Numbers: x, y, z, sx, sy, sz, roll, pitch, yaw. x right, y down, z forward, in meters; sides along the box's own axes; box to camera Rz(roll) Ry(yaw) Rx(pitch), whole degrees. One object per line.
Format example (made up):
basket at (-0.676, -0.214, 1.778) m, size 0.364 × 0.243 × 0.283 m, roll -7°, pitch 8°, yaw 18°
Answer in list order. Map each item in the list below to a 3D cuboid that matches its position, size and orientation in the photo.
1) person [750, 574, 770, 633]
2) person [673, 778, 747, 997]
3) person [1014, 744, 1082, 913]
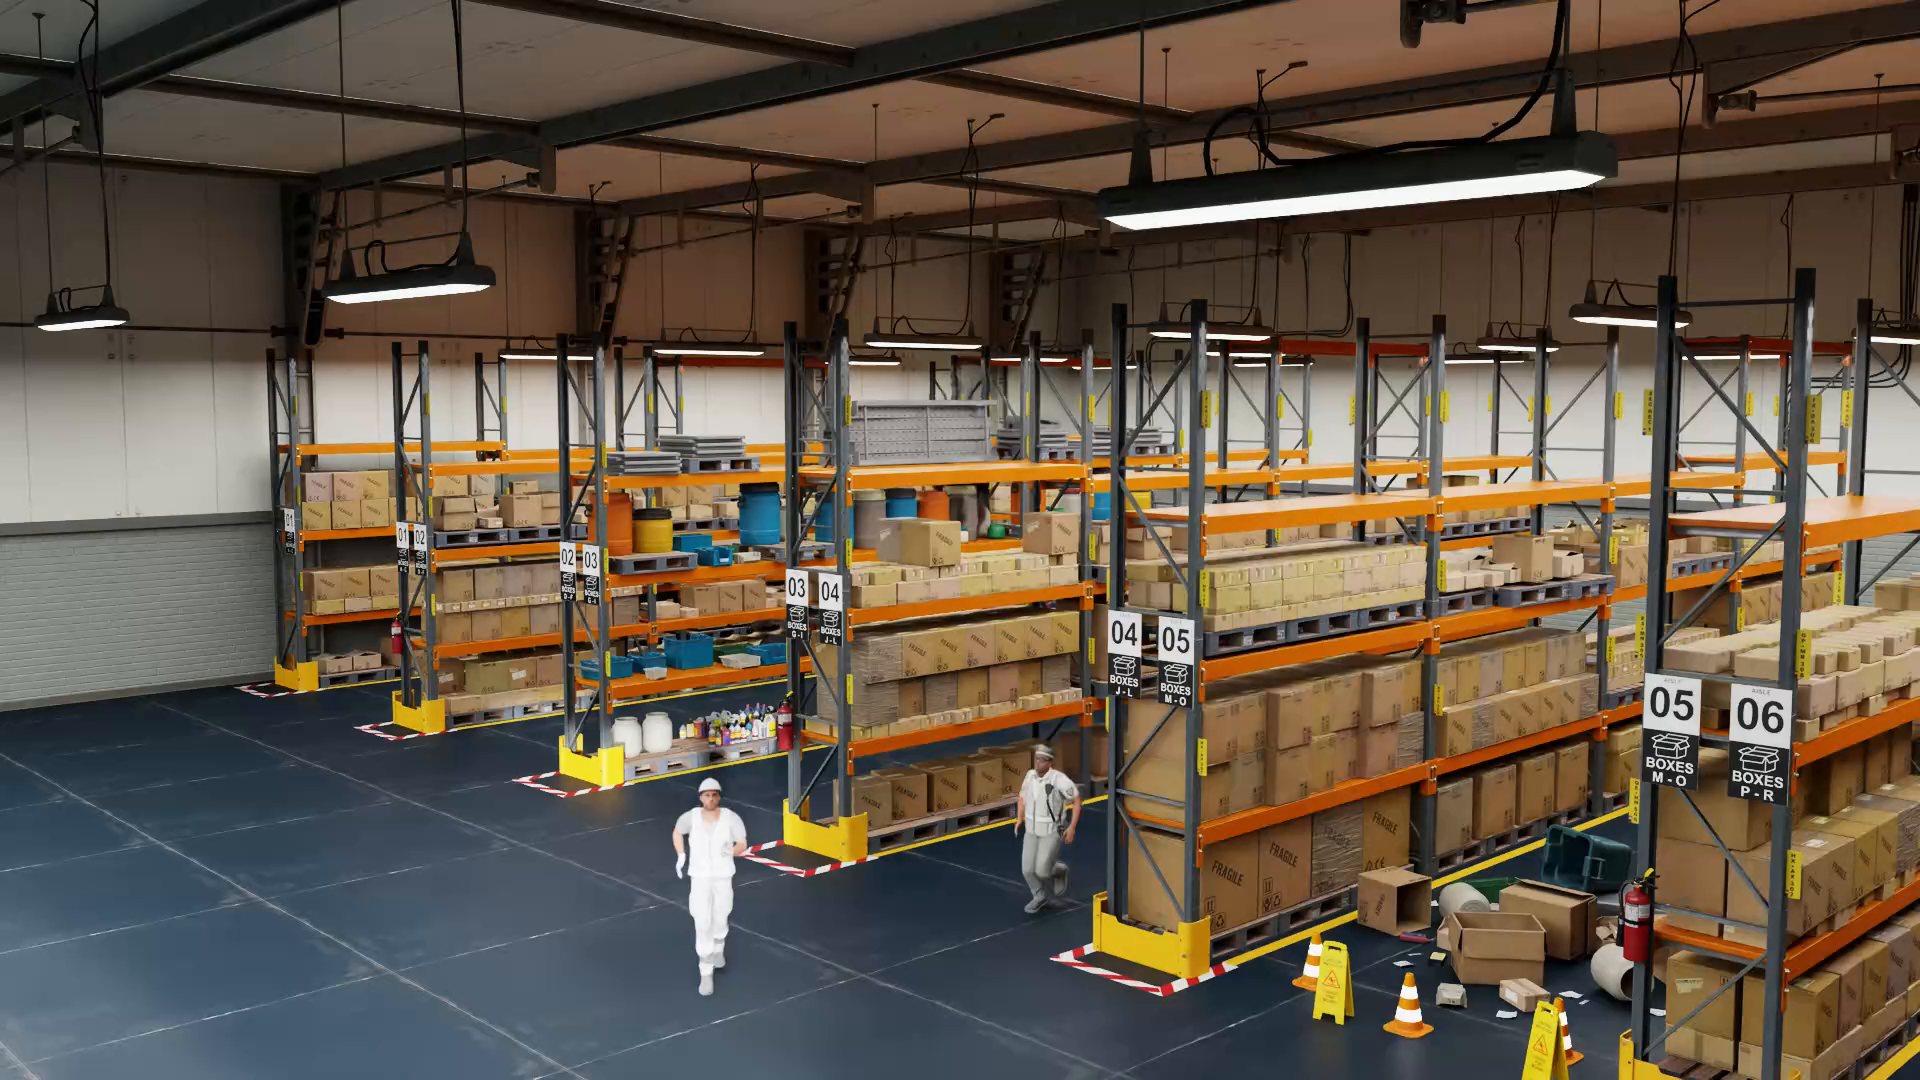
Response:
person at (-3.906, 1.496, 32.238) m, size 0.682 × 1.735 × 0.654 m, roll 5°, pitch 7°, yaw 45°
person at (-2.193, 2.996, 14.664) m, size 0.640 × 1.824 × 0.815 m, roll -1°, pitch 5°, yaw -11°
person at (0.863, 2.877, 16.596) m, size 0.683 × 1.733 × 0.616 m, roll 4°, pitch 6°, yaw 38°
